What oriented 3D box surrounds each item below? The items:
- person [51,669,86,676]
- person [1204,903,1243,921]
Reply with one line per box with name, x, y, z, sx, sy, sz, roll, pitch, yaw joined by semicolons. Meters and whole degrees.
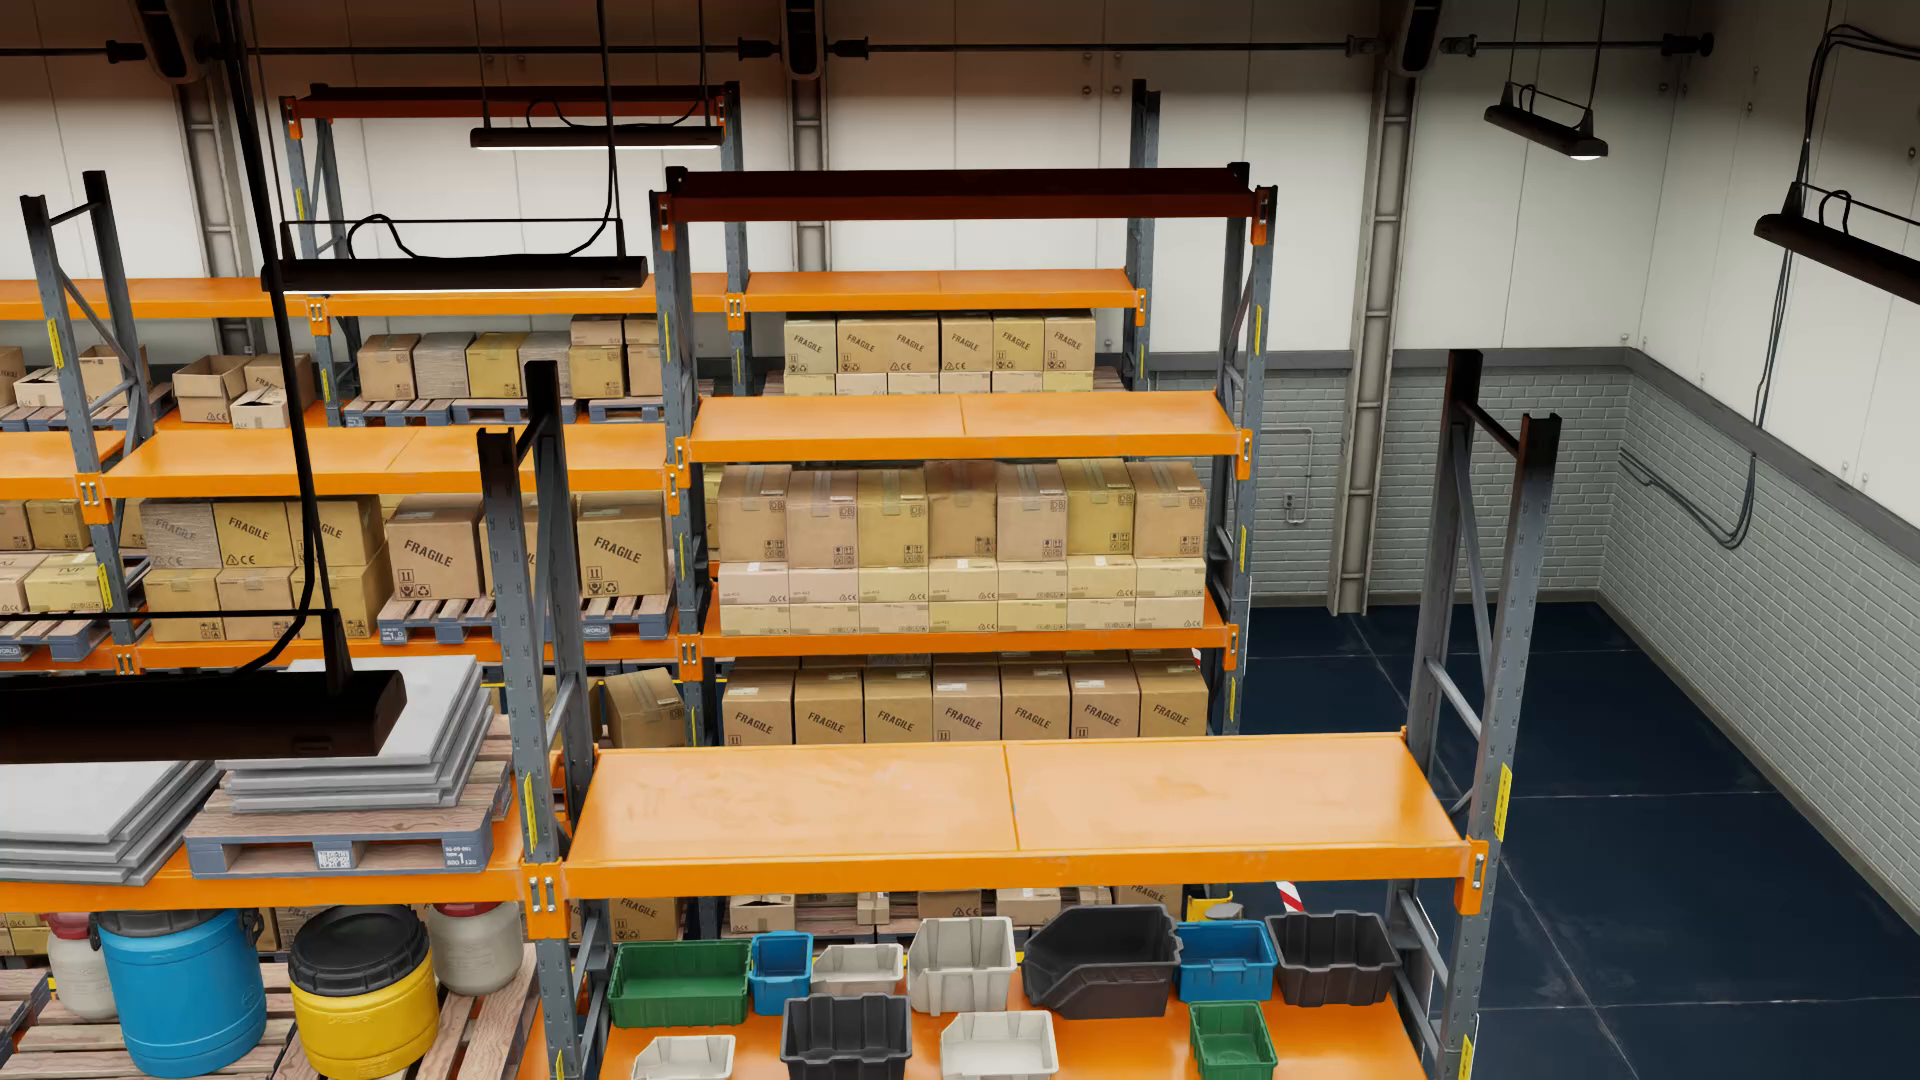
person;-8.587;1.265;15.976;0.834;1.544;0.499;-12;25;-27
person;1.779;3.176;11.101;0.733;1.667;0.530;14;26;30
